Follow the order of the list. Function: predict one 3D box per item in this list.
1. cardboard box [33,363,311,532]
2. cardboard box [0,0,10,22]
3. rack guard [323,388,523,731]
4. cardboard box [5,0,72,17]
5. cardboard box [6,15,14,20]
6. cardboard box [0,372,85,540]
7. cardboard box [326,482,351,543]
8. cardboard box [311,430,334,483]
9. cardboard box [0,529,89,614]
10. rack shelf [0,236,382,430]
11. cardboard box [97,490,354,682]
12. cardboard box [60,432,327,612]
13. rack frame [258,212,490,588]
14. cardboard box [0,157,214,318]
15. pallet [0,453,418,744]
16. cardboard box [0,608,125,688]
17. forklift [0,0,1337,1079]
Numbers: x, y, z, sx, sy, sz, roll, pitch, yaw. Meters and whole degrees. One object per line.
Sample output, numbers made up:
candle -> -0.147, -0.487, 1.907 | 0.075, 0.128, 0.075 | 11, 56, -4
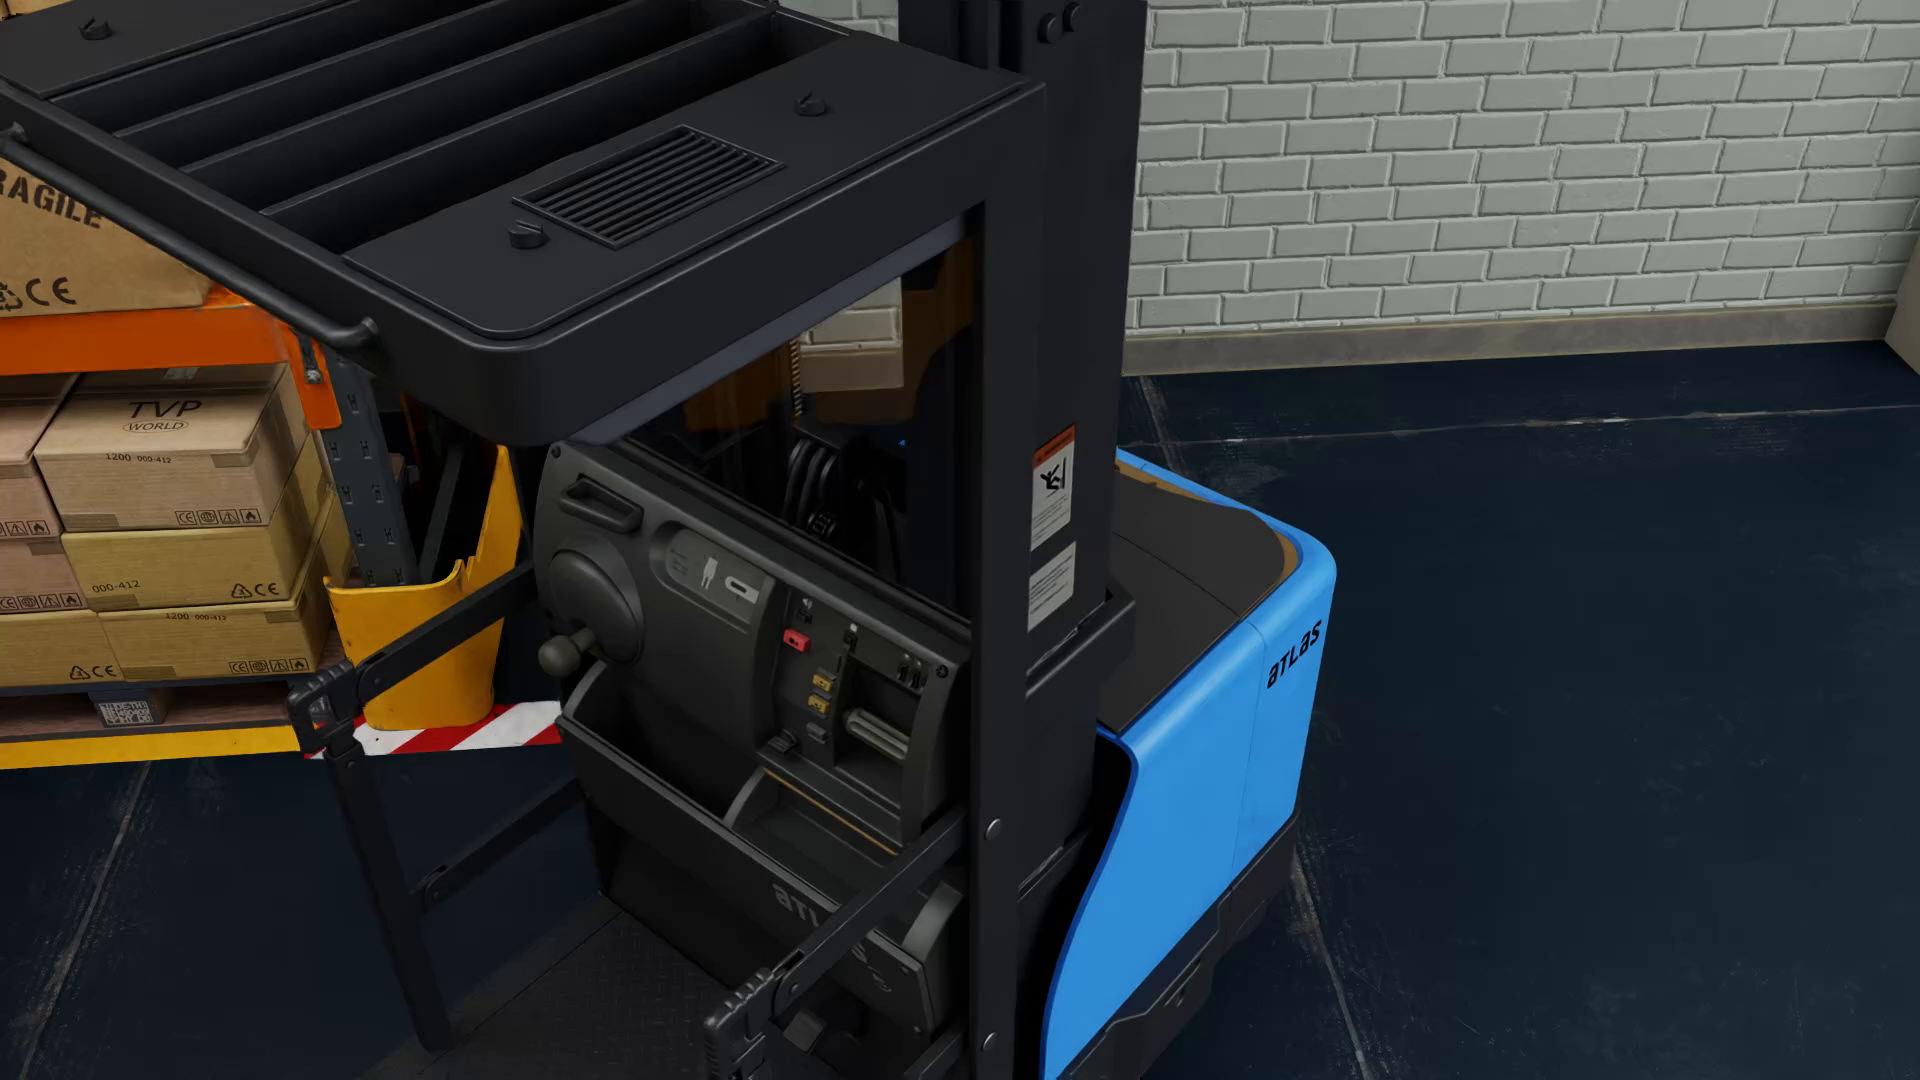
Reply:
cardboard box -> -1.982, -0.276, 4.252 | 0.500, 0.250, 0.500 | -2, 38, -2
cardboard box -> -2.132, -1.244, 3.561 | 0.250, 0.149, 0.380 | -3, 38, -4
rack guard -> -1.527, -0.036, 4.892 | 0.348, 0.500, 1.175 | -3, 38, -4
cardboard box -> -1.890, -1.277, 3.602 | 0.250, 0.149, 0.380 | -3, 38, -4
cardboard box -> -2.124, -1.086, 3.600 | 0.250, 0.149, 0.380 | -3, 38, -3
cardboard box -> -2.491, -0.245, 4.212 | 0.500, 0.250, 0.500 | -2, 38, -3
cardboard box -> -2.058, -0.195, 4.957 | 0.500, 0.250, 0.500 | -3, 38, -4
cardboard box -> -2.038, -0.400, 4.813 | 0.500, 0.250, 0.500 | -2, 38, -3
cardboard box -> -2.509, -0.057, 4.378 | 0.500, 0.250, 0.500 | -3, 38, -4
rack shelf -> -3.544, -0.624, 4.200 | 4.000, 0.370, 1.077 | -3, 38, -4
cardboard box -> -1.991, 0.119, 4.558 | 0.500, 0.250, 0.500 | -3, 38, -4
cardboard box -> -2.009, -0.078, 4.405 | 0.500, 0.250, 0.500 | -4, 38, -5
rack frame -> -1.551, -1.016, 4.116 | 0.127, 3.000, 1.000 | -3, 38, -4
cardboard box -> -2.018, -0.866, 3.846 | 0.500, 0.500, 0.500 | -4, 38, -5
pallet -> -2.309, 0.146, 4.894 | 1.213, 0.211, 1.003 | -3, 38, -4
cardboard box -> -2.488, 0.141, 4.531 | 0.500, 0.250, 0.500 | -3, 38, -4
forklift -> -0.515, 0.217, 2.608 | 1.130, 2.935, 3.031 | 27, 46, 30
